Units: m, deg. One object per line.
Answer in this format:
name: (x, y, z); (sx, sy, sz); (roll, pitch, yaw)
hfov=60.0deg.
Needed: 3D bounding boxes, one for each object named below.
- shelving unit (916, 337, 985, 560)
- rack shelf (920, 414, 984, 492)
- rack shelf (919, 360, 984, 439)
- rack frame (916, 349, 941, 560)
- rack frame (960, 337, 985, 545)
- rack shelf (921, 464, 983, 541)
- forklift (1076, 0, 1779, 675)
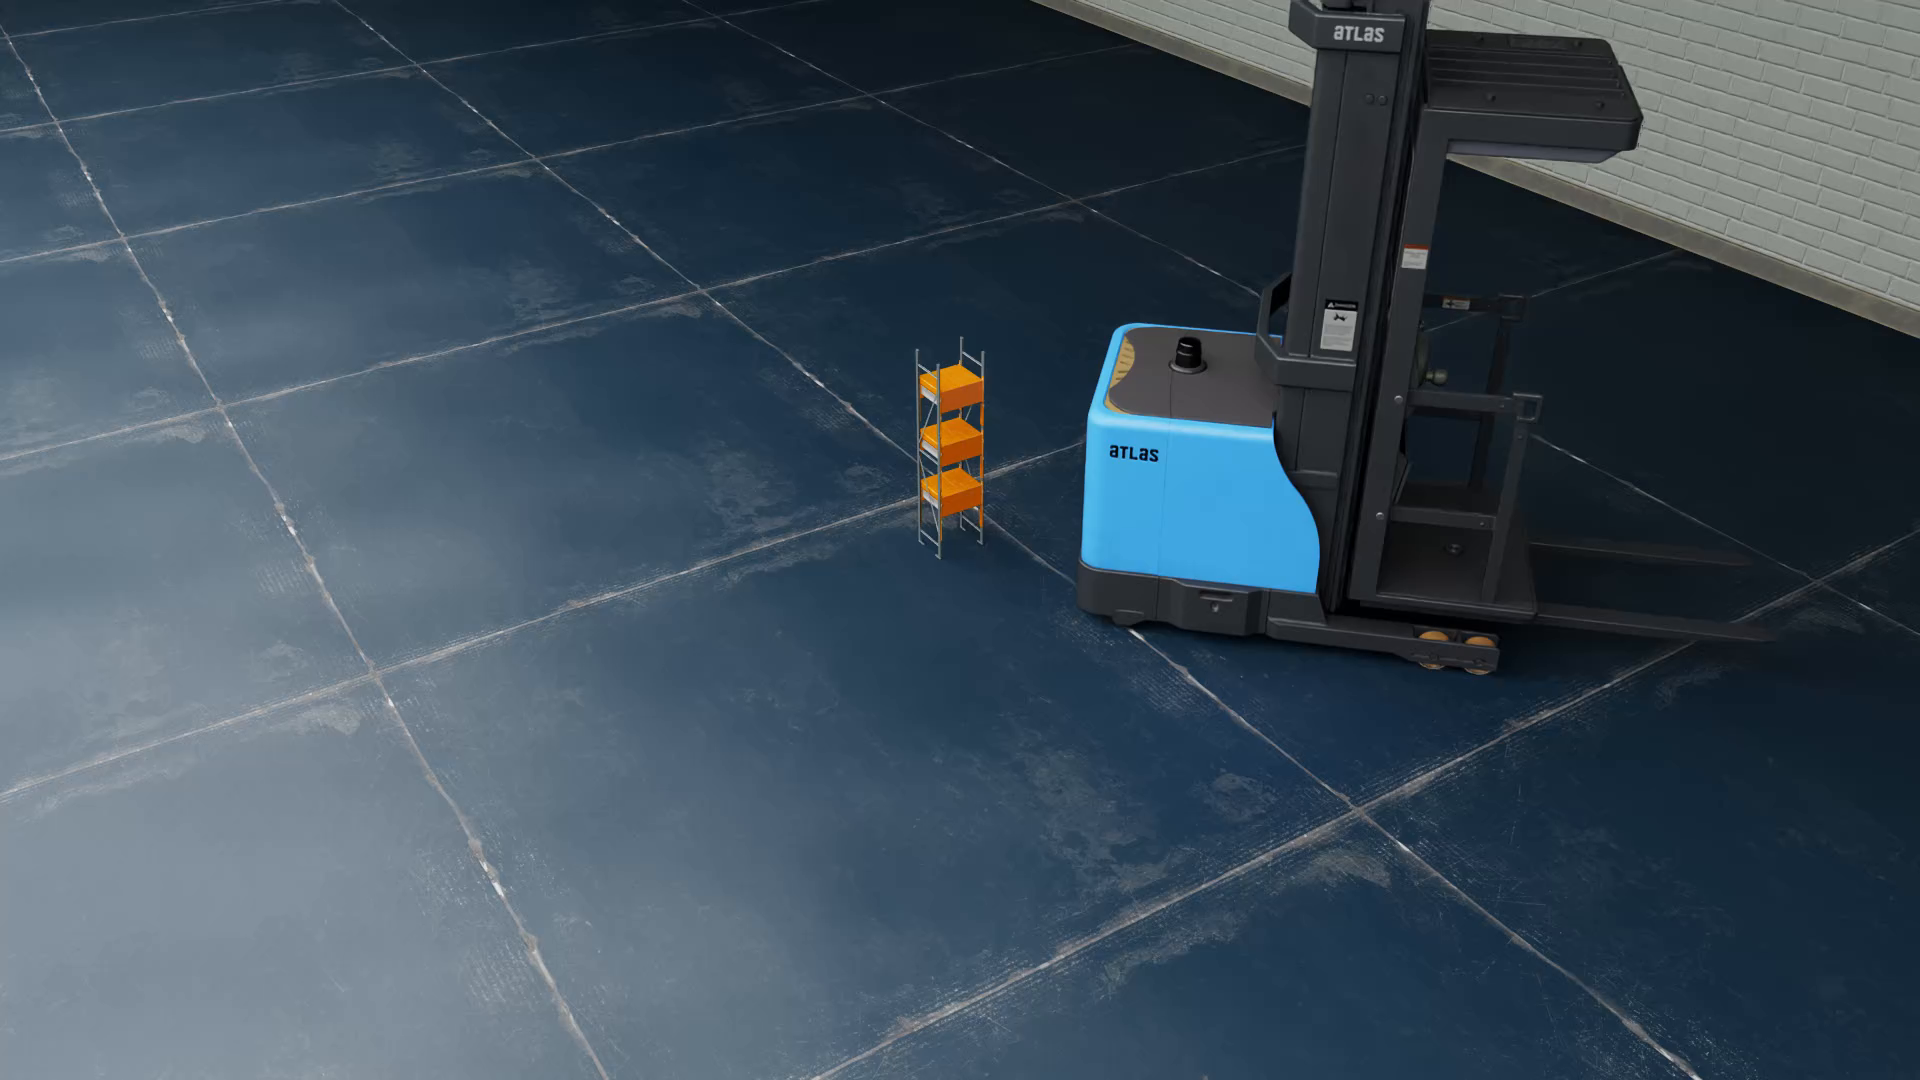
shelving unit: (-0.045, -0.429, 7.945); (0.252, 1.050, 0.215); (-19, 37, -27)
rack shelf: (-0.045, -0.420, 7.951); (0.240, 0.259, 0.215); (-19, 37, -27)
rack shelf: (-0.045, -0.660, 7.800); (0.240, 0.259, 0.215); (-19, 37, -27)
rack frame: (-0.148, -0.393, 7.889); (0.008, 1.050, 0.200); (-19, 37, -27)
rack frame: (0.058, -0.464, 8.001); (0.008, 1.050, 0.200); (-19, 37, -27)
rack shelf: (-0.045, -0.185, 8.099); (0.240, 0.259, 0.215); (-19, 37, -27)
forklift: (2.108, -0.959, 7.023); (3.031, 2.935, 1.130); (6, 33, 10)
